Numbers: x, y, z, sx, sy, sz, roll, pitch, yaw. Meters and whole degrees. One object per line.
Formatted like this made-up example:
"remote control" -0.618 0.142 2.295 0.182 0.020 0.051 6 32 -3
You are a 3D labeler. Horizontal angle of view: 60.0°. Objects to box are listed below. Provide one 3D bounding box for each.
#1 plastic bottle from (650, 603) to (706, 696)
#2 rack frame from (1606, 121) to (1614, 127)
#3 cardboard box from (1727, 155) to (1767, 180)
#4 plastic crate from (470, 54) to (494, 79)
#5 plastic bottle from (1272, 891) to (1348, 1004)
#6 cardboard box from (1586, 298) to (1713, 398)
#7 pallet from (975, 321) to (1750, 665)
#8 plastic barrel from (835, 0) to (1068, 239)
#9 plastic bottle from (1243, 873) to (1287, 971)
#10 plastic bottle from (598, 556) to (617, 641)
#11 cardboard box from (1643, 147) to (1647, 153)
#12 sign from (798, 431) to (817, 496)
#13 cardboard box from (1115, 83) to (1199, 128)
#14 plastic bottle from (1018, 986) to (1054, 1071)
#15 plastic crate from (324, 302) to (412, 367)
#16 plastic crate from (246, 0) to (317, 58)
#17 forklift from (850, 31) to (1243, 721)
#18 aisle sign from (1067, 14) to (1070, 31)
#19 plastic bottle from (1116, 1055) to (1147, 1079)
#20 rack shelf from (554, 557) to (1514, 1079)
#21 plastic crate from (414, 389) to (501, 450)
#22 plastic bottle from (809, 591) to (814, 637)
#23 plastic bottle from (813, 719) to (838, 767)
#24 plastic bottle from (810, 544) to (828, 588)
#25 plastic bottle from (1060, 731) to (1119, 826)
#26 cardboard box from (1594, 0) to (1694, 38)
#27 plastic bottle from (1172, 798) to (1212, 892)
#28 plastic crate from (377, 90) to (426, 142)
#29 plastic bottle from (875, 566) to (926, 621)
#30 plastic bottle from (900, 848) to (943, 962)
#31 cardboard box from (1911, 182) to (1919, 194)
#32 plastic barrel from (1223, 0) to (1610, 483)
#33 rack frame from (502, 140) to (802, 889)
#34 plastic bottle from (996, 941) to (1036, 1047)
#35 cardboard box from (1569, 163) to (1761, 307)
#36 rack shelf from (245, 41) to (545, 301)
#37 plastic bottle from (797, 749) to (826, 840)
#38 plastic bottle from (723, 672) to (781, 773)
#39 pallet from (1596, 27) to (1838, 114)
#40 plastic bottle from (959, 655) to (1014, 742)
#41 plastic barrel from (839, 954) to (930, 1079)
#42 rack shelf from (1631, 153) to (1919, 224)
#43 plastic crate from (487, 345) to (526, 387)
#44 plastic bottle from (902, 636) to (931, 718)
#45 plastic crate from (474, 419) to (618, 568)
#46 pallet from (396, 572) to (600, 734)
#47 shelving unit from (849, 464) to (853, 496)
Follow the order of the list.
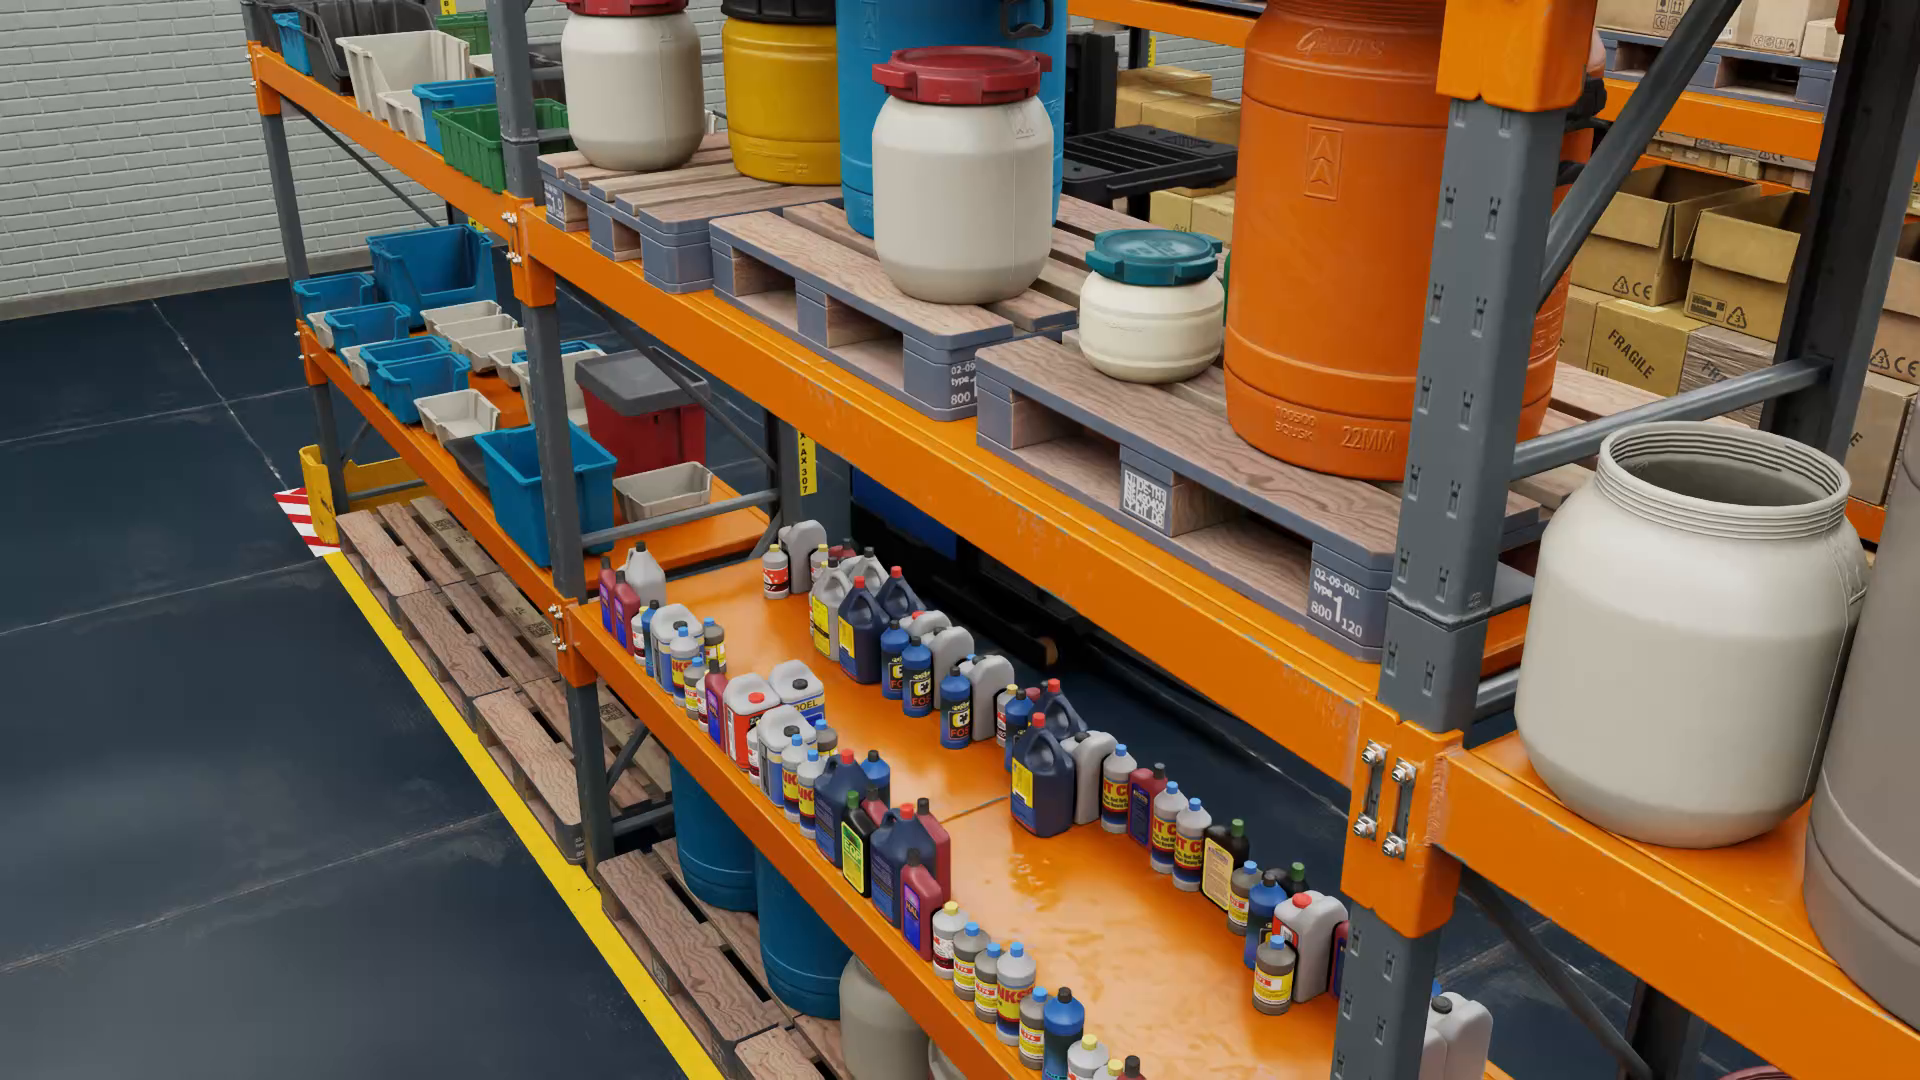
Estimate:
"plastic bottle" -0.949 0.364 5.611 0.152 0.276 0.135 -16 29 -30
"rack frame" 3.068 -1.232 8.846 1.000 3.000 0.127 -16 29 -30
"cardboard box" 6.013 -2.828 12.521 0.380 0.149 0.250 -15 29 -29
"plastic crate" -1.930 -2.064 7.404 0.437 0.136 0.530 -16 29 -30
"plastic bottle" 0.883 1.014 4.235 0.152 0.276 0.135 -16 29 -30
"cardboard box" 3.384 -0.875 7.972 0.500 0.500 0.500 -15 29 -29
"pallet" 0.766 -0.214 3.398 1.003 0.211 1.213 -16 29 -30
"plastic barrel" -0.022 -1.276 4.346 0.600 0.901 0.708 -16 29 -30
"plastic bottle" 0.792 0.982 4.307 0.097 0.271 0.097 0 25 0
"plastic bottle" -1.240 0.206 5.937 0.061 0.283 0.133 -16 29 -30
"cardboard box" 5.529 -3.226 13.363 0.380 0.149 0.250 -14 29 -27
"sign" -0.620 -0.330 6.612 0.100 0.325 0.005 -16 29 -30
"cardboard box" 1.193 -2.655 10.809 0.500 0.500 0.500 -16 30 -31
"plastic bottle" 0.190 1.165 4.001 0.097 0.201 0.097 0 25 0
"plastic crate" -3.048 -1.059 8.606 0.416 0.233 0.300 -16 29 -30
"plastic crate" -3.289 -2.603 8.390 0.497 0.269 0.590 -16 29 -30
"forklift" 0.650 -0.913 8.251 1.130 2.935 3.031 -18 30 -33
"aisle sign" 0.593 -3.794 11.228 0.394 0.787 0.004 -16 29 -30
"plastic bottle" 0.397 1.278 3.666 0.061 0.283 0.133 -16 29 -30
"rack shelf" 0.010 0.963 5.039 1.077 0.370 4.000 -16 29 -30
"plastic crate" -2.285 -0.538 7.615 0.293 0.136 0.466 -16 29 -30
"plastic bottle" -0.491 0.244 5.952 0.097 0.201 0.097 0 25 0
"plastic bottle" -0.422 0.645 5.103 0.097 0.201 0.097 0 25 0
"plastic bottle" -0.510 0.113 6.230 0.097 0.201 0.097 0 25 0
"plastic bottle" 0.379 0.683 4.935 0.152 0.276 0.135 -16 29 -30
"cardboard box" 3.393 -2.618 7.660 0.700 0.500 0.500 -15 29 -28
"plastic bottle" 0.644 0.838 4.613 0.097 0.271 0.097 0 25 0
"plastic crate" -2.095 -1.681 6.592 0.293 0.136 0.466 -16 29 -30
"plastic bottle" -0.205 0.263 5.736 0.144 0.351 0.185 -16 29 -30
"plastic bottle" -0.101 0.952 4.357 0.061 0.283 0.133 -16 29 -30
"cardboard box" 6.778 -2.639 11.360 0.500 0.500 0.500 -15 29 -29
"plastic barrel" 0.794 -0.591 2.980 0.600 0.830 0.708 -16 29 -30
"rack frame" -1.082 -0.078 6.401 1.000 3.000 0.127 -16 29 -30
"plastic bottle" 0.137 1.099 4.060 0.097 0.271 0.097 0 25 0
"cardboard box" 3.423 -1.504 8.130 0.797 0.503 0.637 -16 30 -31
"rack shelf" -2.174 -1.824 7.429 1.077 0.370 4.000 -16 29 -30
"plastic bottle" -0.423 0.732 4.837 0.097 0.271 0.097 0 25 0
"plastic bottle" -0.643 0.564 5.187 0.152 0.276 0.135 -16 29 -30
"pallet" 3.609 -2.185 7.576 0.805 0.209 1.217 -17 30 -32
"plastic bottle" 0.079 0.486 5.352 0.152 0.276 0.135 -16 29 -30
"plastic barrel" -0.180 1.532 5.413 0.421 0.512 0.421 0 25 0
"rack shelf" 6.187 -2.742 12.887 1.077 0.370 4.000 -16 29 -30
"plastic crate" -2.173 -0.864 8.306 0.298 0.136 0.250 -16 29 -30
"plastic bottle" -0.142 0.441 5.453 0.097 0.271 0.097 0 25 0
"plastic crate" -1.623 -0.185 6.577 0.392 0.384 0.575 -16 29 -30
"pallet" -2.186 0.493 8.459 1.003 0.211 1.213 -16 29 -30
"shelving unit" -0.368 -1.158 9.743 0.431 2.100 0.503 -18 30 -33
